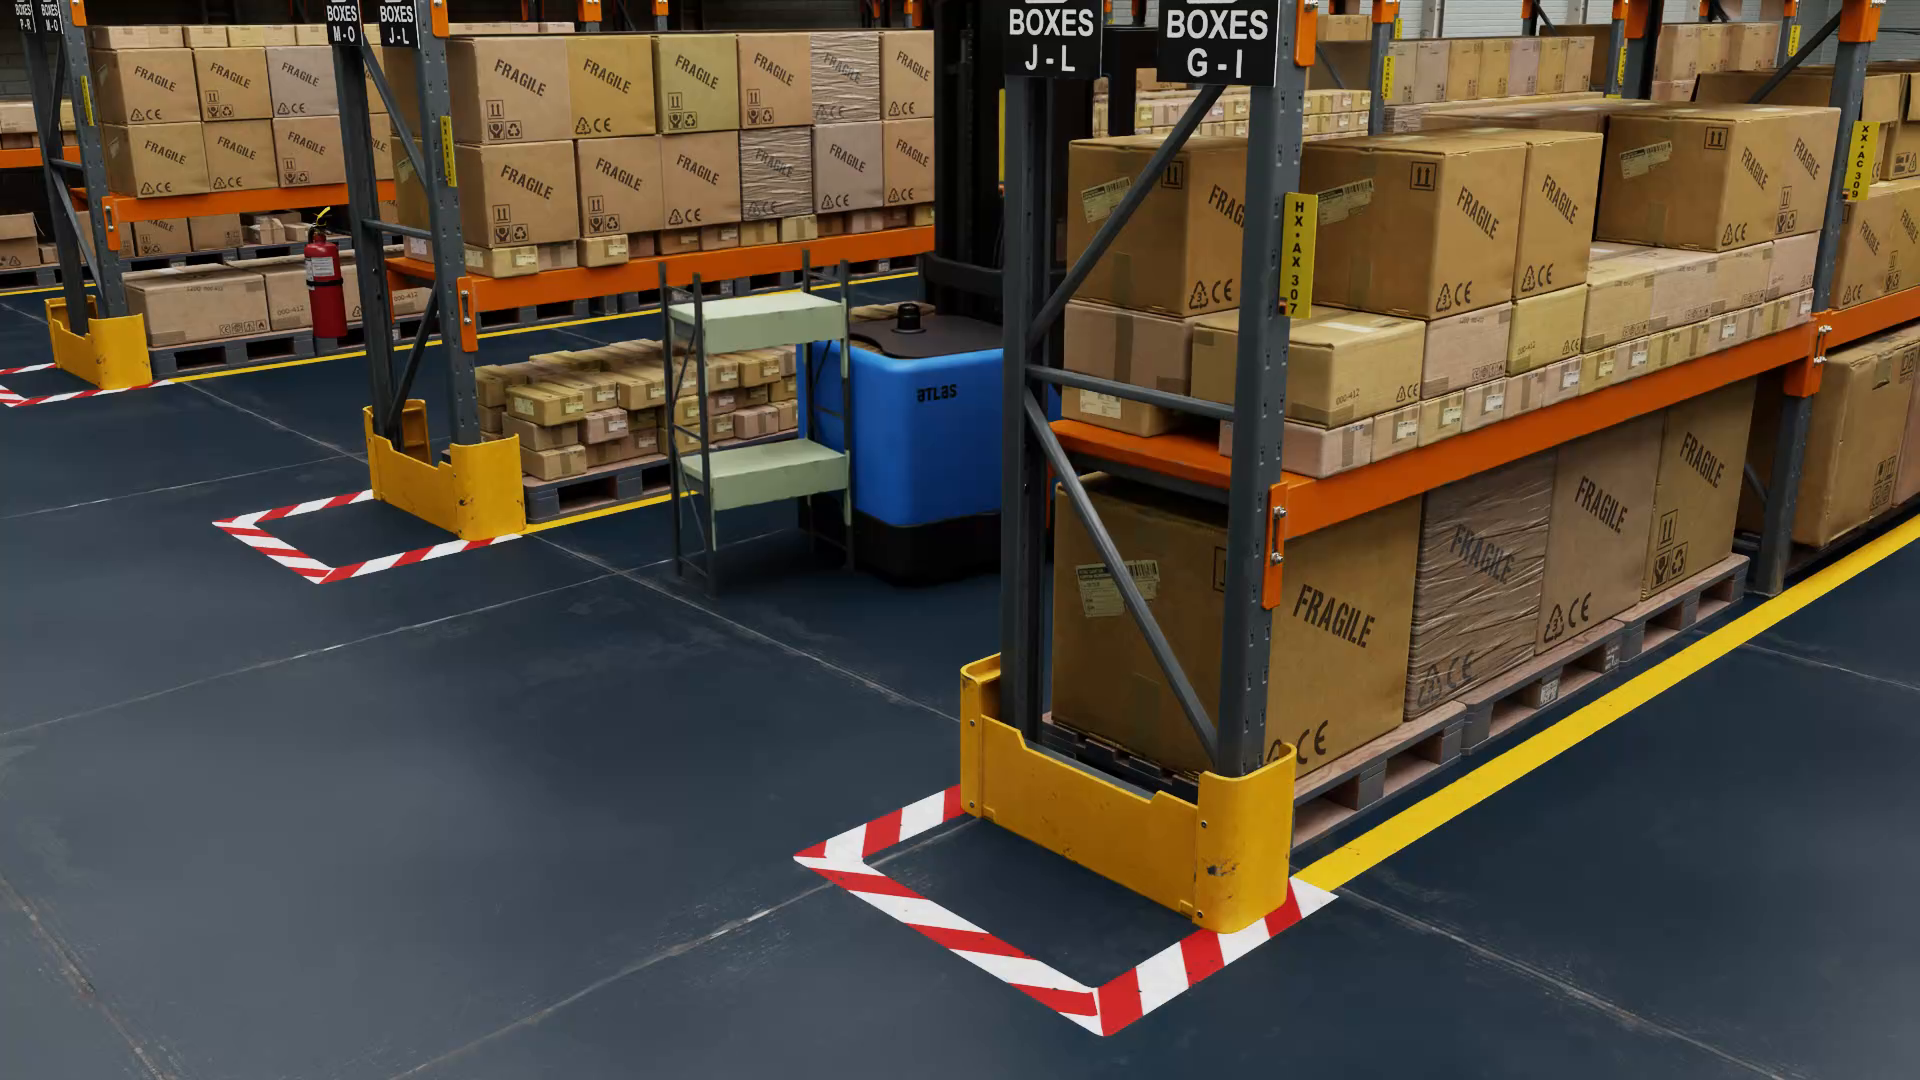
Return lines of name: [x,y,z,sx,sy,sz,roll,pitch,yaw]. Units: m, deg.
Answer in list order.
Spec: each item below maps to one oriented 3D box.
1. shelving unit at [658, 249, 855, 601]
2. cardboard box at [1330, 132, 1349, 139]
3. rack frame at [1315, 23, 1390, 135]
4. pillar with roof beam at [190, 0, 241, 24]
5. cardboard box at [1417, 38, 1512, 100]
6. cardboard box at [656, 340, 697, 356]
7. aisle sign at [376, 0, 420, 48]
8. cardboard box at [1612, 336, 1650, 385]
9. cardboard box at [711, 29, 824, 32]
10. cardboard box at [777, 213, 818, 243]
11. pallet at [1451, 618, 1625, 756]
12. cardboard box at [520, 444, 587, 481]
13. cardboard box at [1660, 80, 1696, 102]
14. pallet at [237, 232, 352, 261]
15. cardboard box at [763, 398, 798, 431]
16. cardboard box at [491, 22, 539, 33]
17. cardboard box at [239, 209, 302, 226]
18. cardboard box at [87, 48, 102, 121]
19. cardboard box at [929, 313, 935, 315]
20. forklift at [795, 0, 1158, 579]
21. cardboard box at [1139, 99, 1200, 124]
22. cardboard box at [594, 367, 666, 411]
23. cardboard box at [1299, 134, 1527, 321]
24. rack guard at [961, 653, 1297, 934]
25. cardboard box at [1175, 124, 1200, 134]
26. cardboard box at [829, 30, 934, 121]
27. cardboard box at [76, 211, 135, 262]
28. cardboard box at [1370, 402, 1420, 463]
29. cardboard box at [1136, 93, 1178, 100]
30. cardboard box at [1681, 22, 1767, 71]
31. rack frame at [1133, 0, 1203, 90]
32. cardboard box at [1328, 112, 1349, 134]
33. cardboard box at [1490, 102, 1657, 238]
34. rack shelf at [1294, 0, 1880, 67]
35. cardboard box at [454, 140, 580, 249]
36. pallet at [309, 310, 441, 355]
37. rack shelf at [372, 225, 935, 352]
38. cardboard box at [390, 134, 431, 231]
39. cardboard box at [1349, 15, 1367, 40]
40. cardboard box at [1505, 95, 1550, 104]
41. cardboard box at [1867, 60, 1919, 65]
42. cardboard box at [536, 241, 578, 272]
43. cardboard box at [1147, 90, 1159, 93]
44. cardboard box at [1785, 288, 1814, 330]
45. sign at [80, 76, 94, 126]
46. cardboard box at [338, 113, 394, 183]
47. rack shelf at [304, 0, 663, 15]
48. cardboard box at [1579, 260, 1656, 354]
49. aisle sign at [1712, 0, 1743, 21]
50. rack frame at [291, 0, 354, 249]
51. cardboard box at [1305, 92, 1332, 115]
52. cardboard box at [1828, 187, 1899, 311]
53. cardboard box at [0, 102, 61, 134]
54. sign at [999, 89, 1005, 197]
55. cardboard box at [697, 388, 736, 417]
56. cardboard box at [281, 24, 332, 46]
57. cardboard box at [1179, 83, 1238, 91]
shelving unit: [-0.932,-0.547,7.741,0.755,1.500,0.431,-12,21,-32]
cardboard box: [2.774,-3.078,12.841,0.250,0.149,0.380,-16,24,-41]
rack frame: [2.998,-3.257,13.668,0.127,3.000,1.000,-16,24,-41]
pillar with roof beam: [-4.963,-6.553,14.104,0.400,9.000,9.100,-16,24,-41]
cardboard box: [4.440,-4.198,14.787,0.500,0.500,0.700,-17,24,-41]
cardboard box: [-1.625,-1.123,10.060,0.380,0.149,0.250,17,25,42]
aisle sign: [-2.662,-2.716,7.783,0.004,0.787,0.394,-16,24,-41]
cardboard box: [2.310,-0.693,6.167,0.250,0.149,0.380,-16,24,-40]
cardboard box: [-1.157,-2.820,10.054,0.500,0.500,0.500,-16,24,-40]
cardboard box: [-1.042,-1.830,9.672,0.250,0.149,0.380,-16,24,-40]
pallet: [1.933,0.453,6.745,1.213,0.211,1.003,-16,24,-41]
cardboard box: [-2.214,-0.445,8.935,0.250,0.149,0.380,-16,24,-40]
cardboard box: [7.022,-4.467,17.155,0.550,0.550,0.875,-16,24,-41]
pallet: [-7.296,-3.137,17.819,1.213,0.211,1.003,-16,24,-41]
cardboard box: [-1.100,-0.776,9.956,0.250,0.149,0.380,-16,24,-41]
cardboard box: [-3.654,-4.161,13.621,0.250,0.149,0.380,-16,24,-40]
cardboard box: [-7.438,-3.443,17.919,0.500,0.311,0.500,-15,23,-39]
cardboard box: [-6.103,-3.329,12.105,0.500,0.500,0.500,-15,23,-39]
cardboard box: [0.012,-1.403,10.924,0.250,0.149,0.380,-15,23,-39]
forklift: [0.684,-1.539,8.478,3.031,2.935,1.130,-12,21,-32]
cardboard box: [1.449,-2.974,11.557,0.250,0.149,0.380,-17,24,-41]
cardboard box: [-1.812,-0.834,9.170,0.250,0.149,0.380,-16,24,-41]
cardboard box: [1.417,-1.003,5.260,0.500,0.500,0.500,-17,25,-42]
rack guard: [0.502,0.765,5.315,0.348,0.500,1.175,-16,24,-41]
cardboard box: [1.451,-2.835,11.609,0.250,0.149,0.380,-15,23,-39]
cardboard box: [-0.436,-2.803,10.002,0.500,0.500,0.500,17,25,42]
cardboard box: [-8.545,-3.053,16.410,0.500,0.500,0.700,-15,23,-39]
cardboard box: [1.189,-0.366,5.156,0.250,0.149,0.380,-17,24,-42]
cardboard box: [1.391,-3.235,12.361,0.250,0.149,0.380,-17,24,-42]
cardboard box: [8.178,-5.330,18.068,0.550,0.550,0.875,-16,24,-41]
rack frame: [2.430,-5.193,19.637,0.127,3.000,1.000,-16,24,-41]
cardboard box: [2.759,-3.215,12.783,0.250,0.149,0.380,-15,23,-39]
cardboard box: [2.539,-1.557,6.968,0.500,0.500,0.500,-16,24,-41]
rack shelf: [1.973,-1.938,5.900,4.000,0.370,1.077,-16,24,-41]
cardboard box: [-2.299,-1.784,8.481,0.500,0.500,0.500,-15,23,-38]
pallet: [-4.876,-1.768,13.595,1.213,0.211,1.003,-16,24,-41]
rack shelf: [-1.362,-1.644,9.857,4.000,0.370,1.077,-16,24,-41]
cardboard box: [-2.665,-1.904,8.850,0.500,0.500,0.500,-16,24,-40]
cardboard box: [4.742,-6.442,21.226,0.500,0.500,0.700,-16,24,-40]
cardboard box: [4.975,-3.768,15.080,0.500,0.500,0.500,-16,24,-40]
cardboard box: [5.314,-2.360,9.113,0.637,0.503,0.797,-16,24,-40]
cardboard box: [-2.198,-1.501,8.658,0.250,0.149,0.380,-15,23,-39]
cardboard box: [2.042,-5.050,18.924,0.380,0.149,0.250,17,25,42]
cardboard box: [3.429,-1.019,7.172,0.250,0.149,0.380,-16,24,-41]
sign: [-5.912,-2.974,11.261,0.005,0.325,0.100,-16,24,-41]
cardboard box: [-4.660,-3.062,12.903,0.500,0.500,0.500,-15,23,-39]
rack shelf: [-5.343,-6.118,18.793,4.000,0.370,1.077,-16,24,-41]
cardboard box: [2.170,-0.870,6.064,0.500,0.250,0.500,-17,24,-42]
aisle sign: [8.656,-6.271,18.749,0.004,0.787,0.394,-16,24,-41]
rack frame: [-6.796,-4.609,17.837,0.127,3.000,1.000,-16,24,-41]
cardboard box: [2.582,-3.306,12.579,0.250,0.149,0.380,-15,23,-39]
cardboard box: [3.932,-1.366,7.672,0.500,0.500,0.500,-16,24,-41]
cardboard box: [-8.821,-3.974,15.640,0.500,0.250,0.500,-16,24,-40]
sign: [0.157,-1.217,5.114,0.005,0.325,0.100,-16,24,-41]
cardboard box: [-1.515,-0.825,9.626,0.380,0.149,0.250,16,24,41]
cardboard box: [-4.888,-3.767,12.403,0.250,0.149,0.380,-16,24,-40]
cardboard box: [2.941,-5.413,19.671,0.500,0.500,0.500,-16,24,-41]
